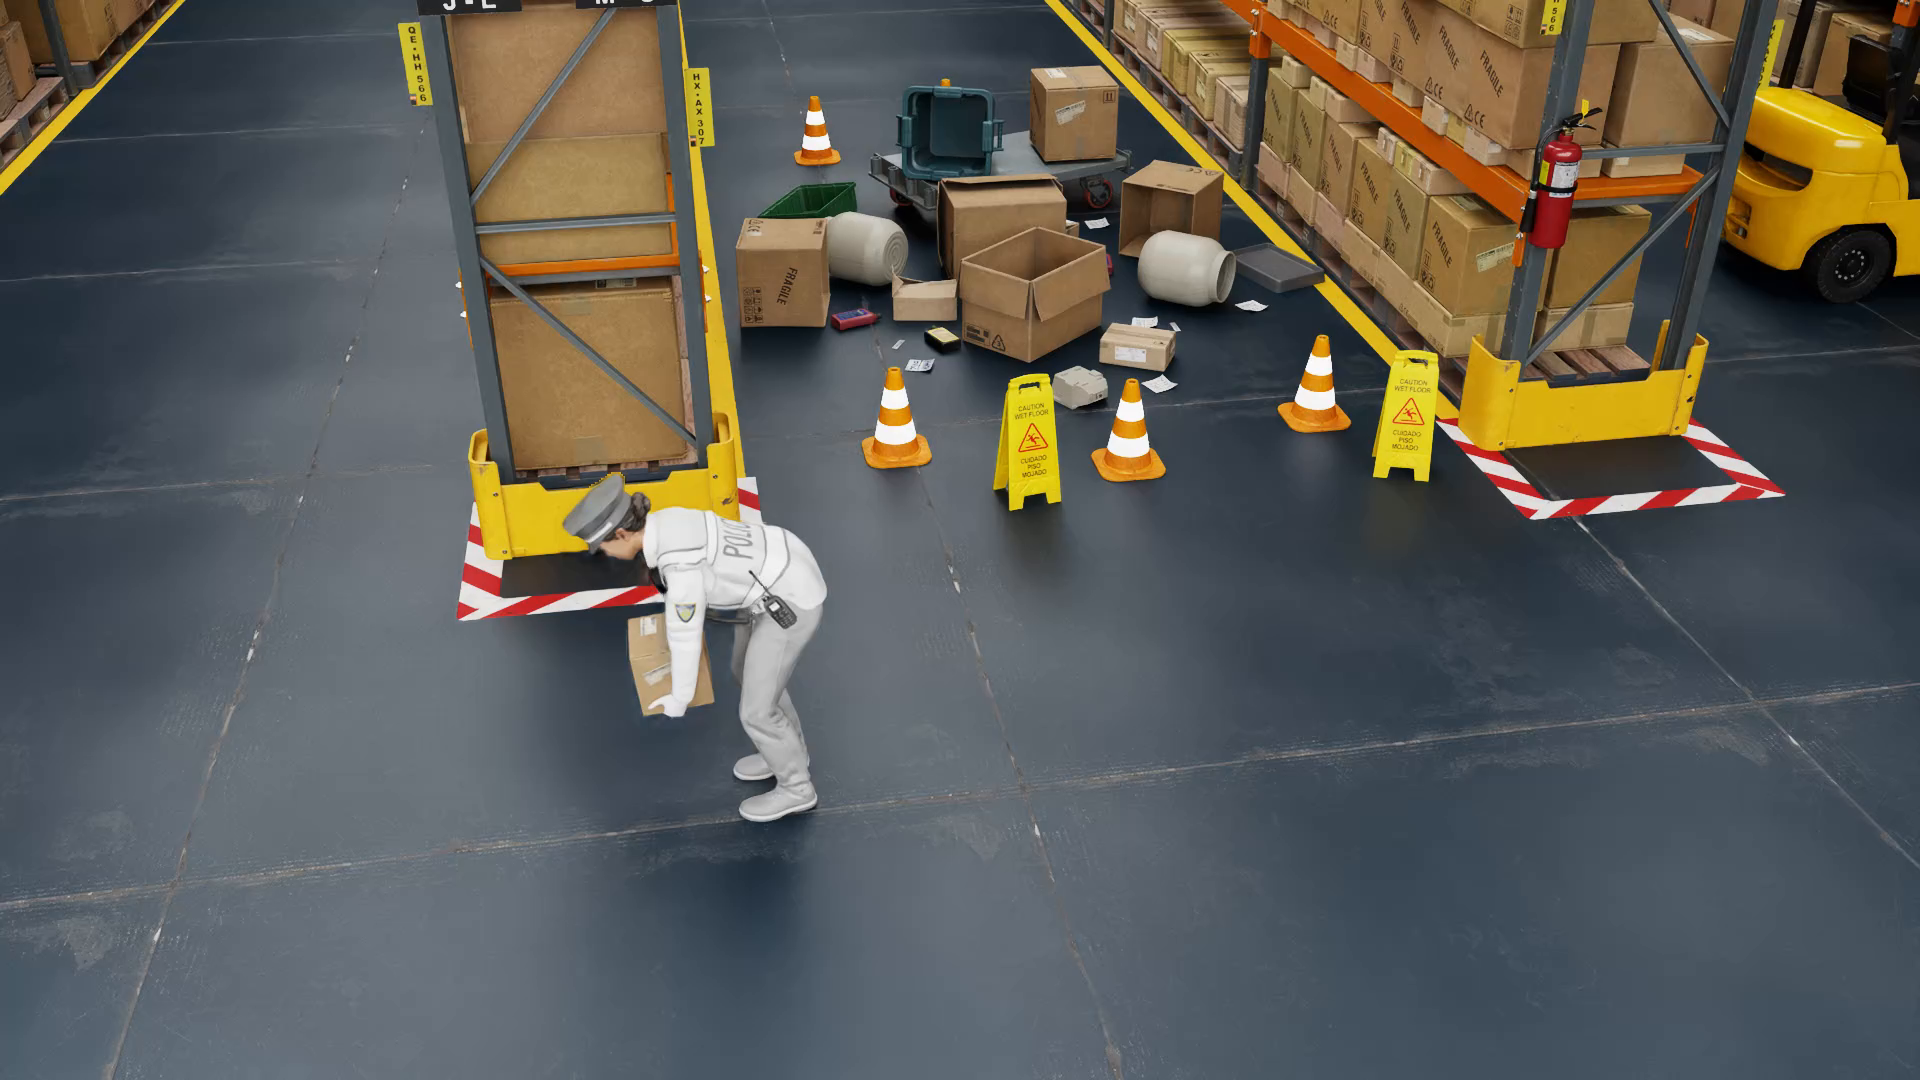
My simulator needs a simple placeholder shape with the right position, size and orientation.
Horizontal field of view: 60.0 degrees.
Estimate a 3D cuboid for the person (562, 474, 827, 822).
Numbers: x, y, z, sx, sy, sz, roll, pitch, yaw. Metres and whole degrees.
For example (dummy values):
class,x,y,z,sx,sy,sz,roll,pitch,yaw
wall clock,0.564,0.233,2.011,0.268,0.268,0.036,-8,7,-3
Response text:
class,x,y,z,sx,sy,sz,roll,pitch,yaw
person,-0.887,0.371,5.809,0.857,1.366,0.409,-6,31,-10
